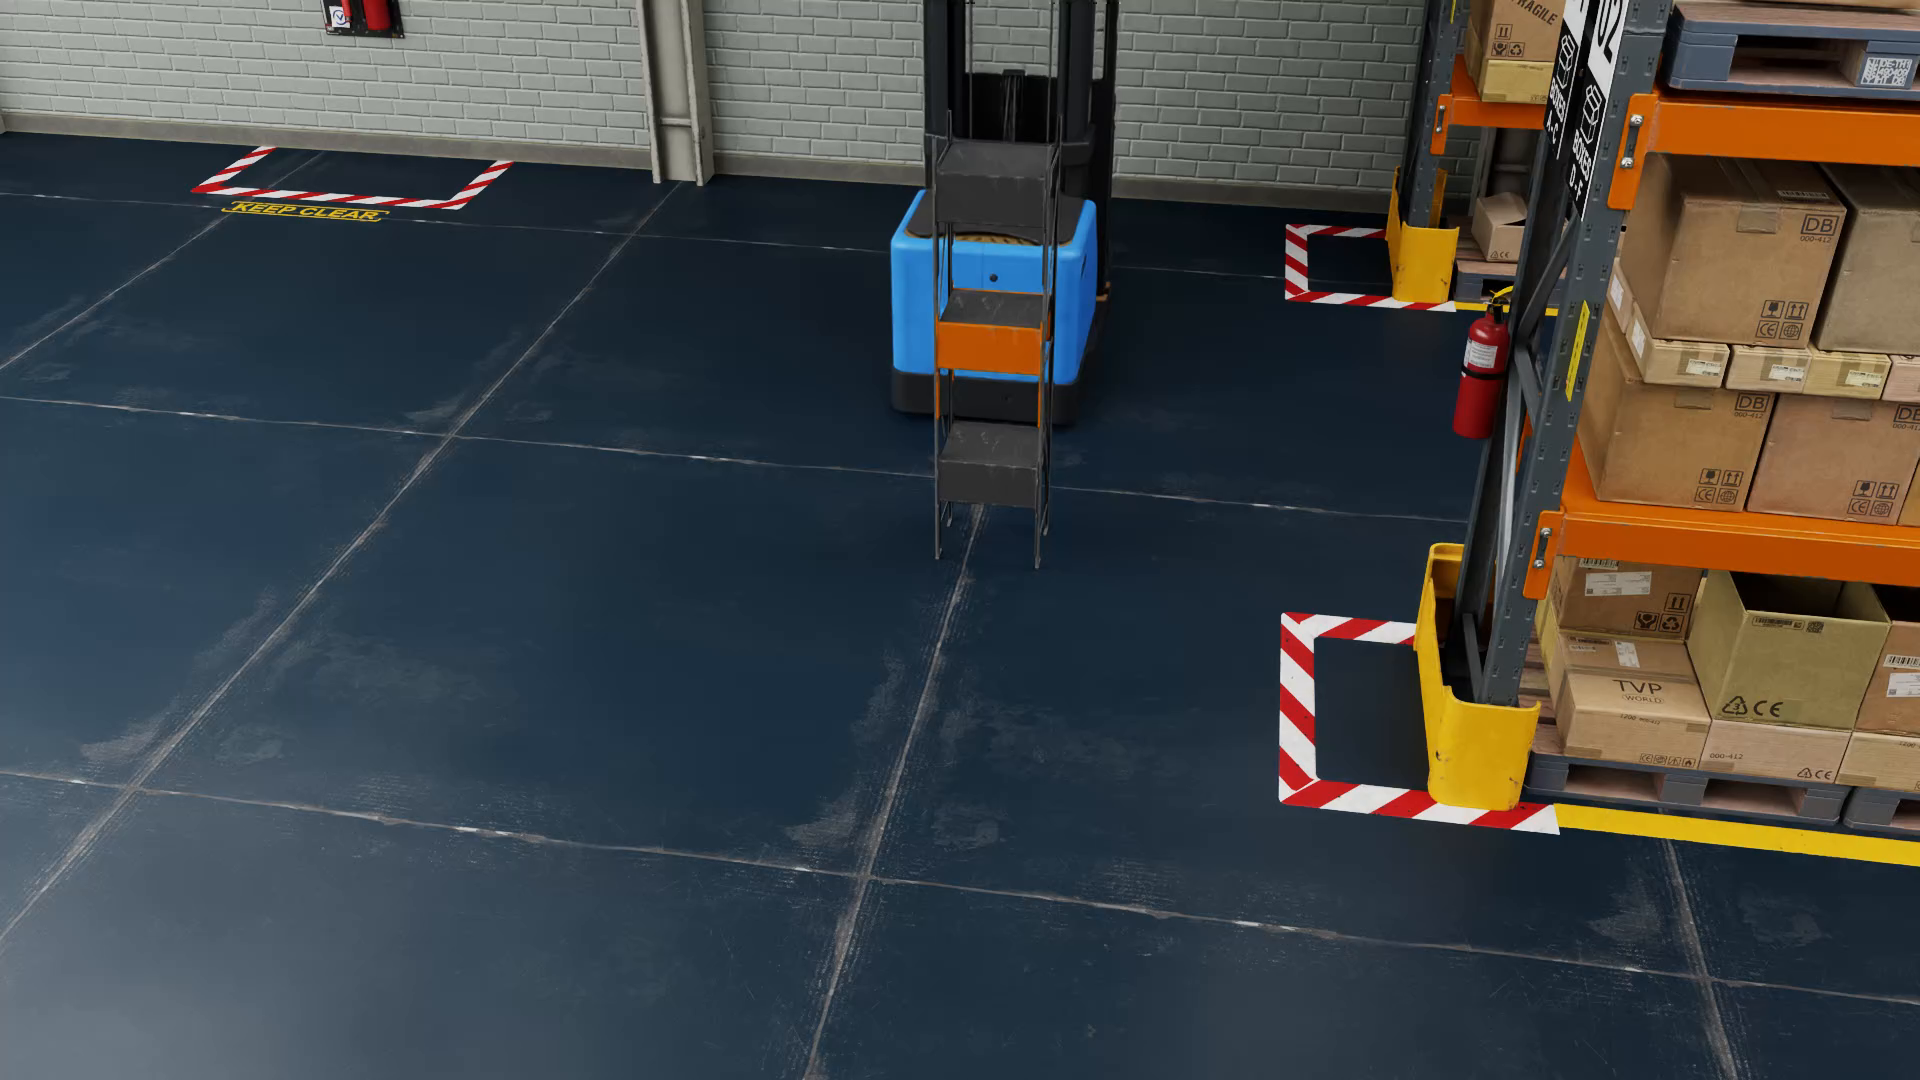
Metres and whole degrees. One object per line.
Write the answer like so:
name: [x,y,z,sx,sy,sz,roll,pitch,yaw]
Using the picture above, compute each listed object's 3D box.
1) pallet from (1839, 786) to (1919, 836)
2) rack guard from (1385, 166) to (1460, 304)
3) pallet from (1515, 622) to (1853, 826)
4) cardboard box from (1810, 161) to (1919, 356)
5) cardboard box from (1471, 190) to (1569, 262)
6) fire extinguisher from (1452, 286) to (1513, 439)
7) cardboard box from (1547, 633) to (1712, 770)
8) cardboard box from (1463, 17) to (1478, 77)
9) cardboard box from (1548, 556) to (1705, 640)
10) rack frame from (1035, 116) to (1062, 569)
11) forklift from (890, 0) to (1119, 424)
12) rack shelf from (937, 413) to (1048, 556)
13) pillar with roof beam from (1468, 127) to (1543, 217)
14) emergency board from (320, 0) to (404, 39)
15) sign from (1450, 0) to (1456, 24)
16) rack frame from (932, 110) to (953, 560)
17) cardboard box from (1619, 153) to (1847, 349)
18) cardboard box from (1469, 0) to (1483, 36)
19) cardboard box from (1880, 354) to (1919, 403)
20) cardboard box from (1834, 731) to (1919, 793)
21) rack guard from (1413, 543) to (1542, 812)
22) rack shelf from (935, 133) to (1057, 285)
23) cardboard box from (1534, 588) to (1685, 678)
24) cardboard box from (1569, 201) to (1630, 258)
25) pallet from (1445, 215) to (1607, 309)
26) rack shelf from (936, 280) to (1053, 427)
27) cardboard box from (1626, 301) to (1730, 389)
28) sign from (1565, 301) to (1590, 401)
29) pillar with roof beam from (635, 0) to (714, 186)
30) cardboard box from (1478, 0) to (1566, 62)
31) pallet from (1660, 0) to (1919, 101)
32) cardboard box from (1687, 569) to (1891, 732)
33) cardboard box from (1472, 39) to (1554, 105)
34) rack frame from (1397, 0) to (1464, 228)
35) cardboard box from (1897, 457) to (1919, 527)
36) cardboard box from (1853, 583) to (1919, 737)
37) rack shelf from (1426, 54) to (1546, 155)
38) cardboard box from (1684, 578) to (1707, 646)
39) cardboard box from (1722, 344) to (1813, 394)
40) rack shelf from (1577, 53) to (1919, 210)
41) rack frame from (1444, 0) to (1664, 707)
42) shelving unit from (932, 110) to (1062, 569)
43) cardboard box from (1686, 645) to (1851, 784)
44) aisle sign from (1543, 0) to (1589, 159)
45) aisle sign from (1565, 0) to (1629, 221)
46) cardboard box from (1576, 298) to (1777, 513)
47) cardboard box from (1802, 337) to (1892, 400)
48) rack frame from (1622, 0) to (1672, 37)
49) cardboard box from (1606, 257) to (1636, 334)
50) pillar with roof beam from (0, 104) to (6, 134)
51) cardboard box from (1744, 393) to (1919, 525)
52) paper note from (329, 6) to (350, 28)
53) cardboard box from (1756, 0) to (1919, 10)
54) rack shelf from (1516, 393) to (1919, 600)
pallet: [4.113,0.822,6.738,1.213,0.211,1.003,5,32,8]
rack guard: [3.057,-2.042,11.041,0.348,0.500,1.175,5,32,8]
pallet: [2.914,0.711,6.914,1.213,0.211,1.003,5,32,8]
cardboard box: [3.182,-1.012,5.723,0.500,0.500,0.700,4,32,7]
cardboard box: [3.649,-2.046,10.811,0.500,0.311,0.500,2,32,3]
fire extinguisher: [2.114,-0.738,6.674,0.183,0.674,0.296,5,32,8]
cardboard box: [2.644,0.635,6.604,0.500,0.250,0.500,5,32,8]
cardboard box: [3.476,-3.113,10.518,0.500,0.250,0.500,6,32,9]
cardboard box: [2.732,0.045,6.840,0.500,0.500,0.500,5,32,8]
rack frame: [0.404,-0.853,7.634,0.015,2.100,0.400,5,32,8]
forklift: [0.380,-2.646,9.714,1.130,2.935,3.031,5,32,8]
rack shelf: [0.163,-0.270,8.048,0.480,0.518,0.431,5,32,8]
pillar with roof beam: [3.094,-3.789,5.822,0.400,9.000,9.100,5,32,8]
emergency board: [-4.526,-4.274,12.251,0.643,1.169,0.194,5,32,8]
sign: [2.891,-3.191,9.705,0.005,0.325,0.100,5,32,8]
rack frame: [-0.077,-0.897,7.704,0.015,2.100,0.400,5,32,8]
cardboard box: [2.663,-1.056,5.793,0.500,0.500,0.700,5,32,8]
cardboard box: [3.483,-3.440,10.334,0.500,0.500,0.500,5,32,8]
cardboard box: [3.258,-0.618,5.704,0.250,0.149,0.380,5,32,7]
cardboard box: [3.630,0.722,6.465,0.500,0.250,0.500,5,32,8]
rack guard: [2.129,0.541,6.915,0.348,0.500,1.175,5,32,8]
rack shelf: [0.163,-1.457,7.305,0.480,0.518,0.431,5,32,8]
cardboard box: [2.731,0.364,7.037,0.500,0.250,0.500,5,32,8]
cardboard box: [4.211,-1.995,10.730,0.500,0.311,0.500,8,33,12]
pallet: [3.852,-1.828,10.972,1.213,0.211,1.003,5,32,8]
rack shelf: [0.163,-0.864,7.677,0.480,0.518,0.431,5,32,8]
cardboard box: [2.503,-0.687,5.814,0.250,0.149,0.380,5,32,8]
sign: [2.054,-0.628,5.535,0.005,0.325,0.100,5,32,8]
pillar with roof beam: [-2.821,-4.325,6.678,0.400,9.000,9.100,5,32,8]
cardboard box: [3.403,-3.171,9.905,0.500,0.500,0.500,5,32,8]
pallet: [2.845,-1.674,5.354,1.213,0.211,1.003,5,32,8]
cardboard box: [3.137,0.361,6.336,0.500,0.500,0.500,5,32,8]
cardboard box: [3.410,-2.843,10.088,0.500,0.250,0.500,4,32,7]
rack frame: [2.983,-3.108,10.388,0.127,3.000,1.000,5,32,8]
cardboard box: [3.618,-0.419,5.998,0.500,0.500,0.700,5,32,9]
cardboard box: [3.632,0.398,6.275,0.500,0.500,0.500,5,32,8]
rack shelf: [4.954,-2.625,10.294,4.000,0.370,1.077,5,32,8]
cardboard box: [3.226,0.402,6.976,0.500,0.250,0.500,5,32,8]
cardboard box: [2.764,-0.664,5.779,0.250,0.149,0.380,4,32,7]
rack shelf: [4.124,-1.305,5.358,4.000,0.370,1.077,5,32,8]
rack frame: [2.153,-0.517,6.249,0.127,3.000,1.000,5,32,8]
shelving unit: [0.163,-0.875,7.669,0.503,2.100,0.431,5,32,8]
cardboard box: [3.138,0.678,6.536,0.500,0.250,0.500,5,32,8]
aisle sign: [2.137,-1.778,5.814,0.004,0.787,0.394,5,32,8]
aisle sign: [2.037,-1.465,5.312,0.004,0.787,0.394,5,32,8]
cardboard box: [2.611,-0.511,6.145,0.500,0.500,0.700,5,32,8]
cardboard box: [3.010,-0.641,5.742,0.250,0.149,0.380,5,32,8]
rack frame: [2.153,-3.060,4.657,0.127,3.000,1.000,5,32,8]
cardboard box: [2.562,-0.900,6.155,0.250,0.149,0.380,5,32,7]
pillar with roof beam: [-8.735,-4.861,7.534,0.400,9.000,9.100,5,32,8]
cardboard box: [3.129,-0.467,6.074,0.500,0.500,0.700,6,33,9]
paper note: [-4.689,-3.953,12.568,0.142,0.148,0.016,5,32,8]
cardboard box: [2.719,-2.016,5.191,0.637,0.503,0.797,7,33,12]
rack shelf: [4.124,-0.033,6.154,4.000,0.370,1.077,5,32,8]
